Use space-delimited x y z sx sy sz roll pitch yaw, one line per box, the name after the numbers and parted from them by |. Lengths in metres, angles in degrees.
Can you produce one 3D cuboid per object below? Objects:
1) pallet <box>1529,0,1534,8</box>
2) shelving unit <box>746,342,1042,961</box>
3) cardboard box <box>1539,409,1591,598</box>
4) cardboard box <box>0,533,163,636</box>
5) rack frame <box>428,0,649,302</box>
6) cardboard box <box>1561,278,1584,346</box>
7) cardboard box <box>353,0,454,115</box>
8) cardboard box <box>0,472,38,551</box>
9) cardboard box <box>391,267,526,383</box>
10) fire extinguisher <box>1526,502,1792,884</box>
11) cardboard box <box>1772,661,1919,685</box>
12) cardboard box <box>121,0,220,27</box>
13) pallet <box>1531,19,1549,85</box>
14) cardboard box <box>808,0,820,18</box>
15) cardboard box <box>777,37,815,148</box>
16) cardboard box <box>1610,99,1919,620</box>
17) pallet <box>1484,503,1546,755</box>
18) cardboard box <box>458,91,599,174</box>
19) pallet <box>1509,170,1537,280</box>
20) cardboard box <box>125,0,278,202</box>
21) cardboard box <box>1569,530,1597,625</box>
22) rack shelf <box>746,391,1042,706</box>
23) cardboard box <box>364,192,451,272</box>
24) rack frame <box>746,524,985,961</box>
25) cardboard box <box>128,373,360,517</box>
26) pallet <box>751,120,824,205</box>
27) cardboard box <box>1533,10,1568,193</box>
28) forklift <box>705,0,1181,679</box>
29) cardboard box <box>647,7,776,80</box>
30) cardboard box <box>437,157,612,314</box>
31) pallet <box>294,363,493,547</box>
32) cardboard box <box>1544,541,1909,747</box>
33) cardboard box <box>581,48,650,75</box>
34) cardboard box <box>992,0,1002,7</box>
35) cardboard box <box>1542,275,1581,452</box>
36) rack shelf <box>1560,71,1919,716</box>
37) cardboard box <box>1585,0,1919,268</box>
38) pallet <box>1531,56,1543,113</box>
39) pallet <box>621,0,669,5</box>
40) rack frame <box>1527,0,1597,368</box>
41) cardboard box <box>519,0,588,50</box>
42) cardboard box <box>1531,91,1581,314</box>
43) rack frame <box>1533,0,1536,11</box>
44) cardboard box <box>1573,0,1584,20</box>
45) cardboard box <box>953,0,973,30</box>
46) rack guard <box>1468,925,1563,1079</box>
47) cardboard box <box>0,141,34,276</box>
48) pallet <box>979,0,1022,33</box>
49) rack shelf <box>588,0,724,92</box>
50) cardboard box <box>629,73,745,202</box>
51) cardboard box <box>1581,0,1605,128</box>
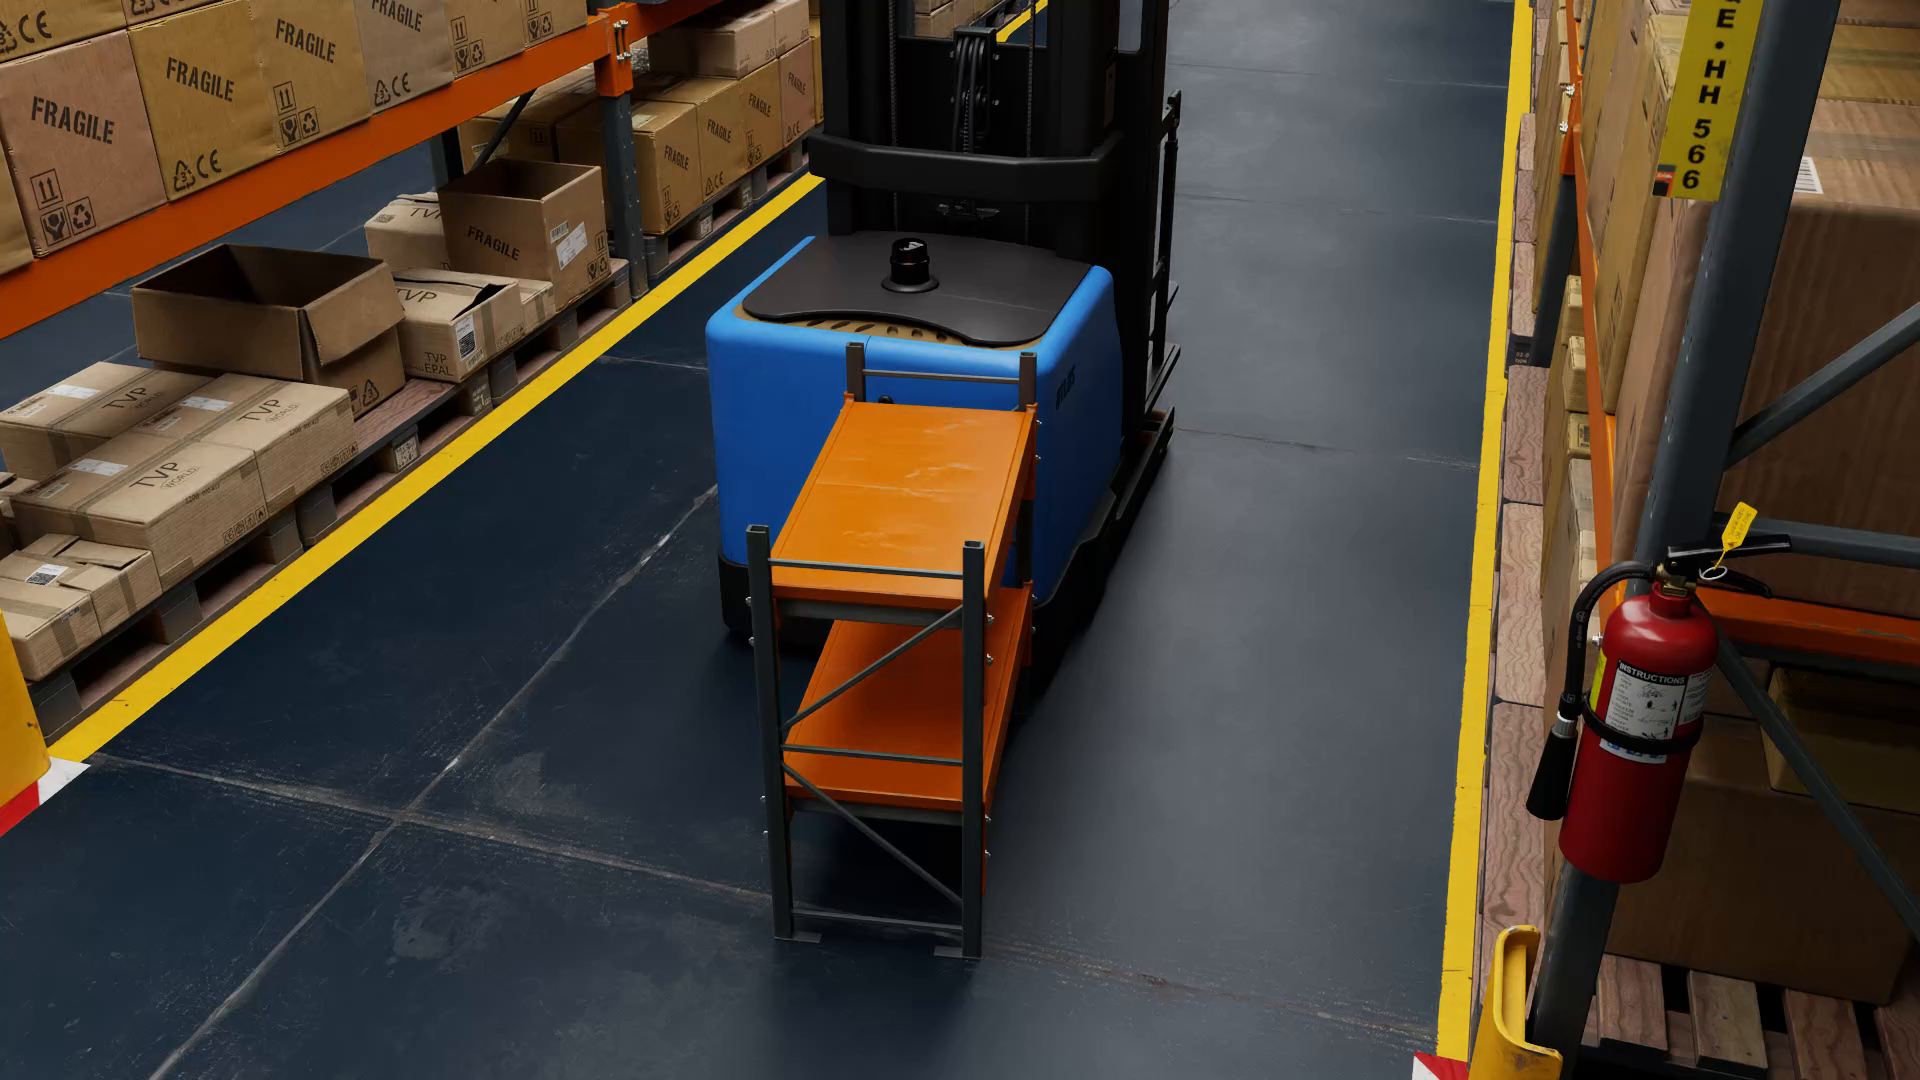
5.284 -4.633 13.861 1.003 0.211 1.213 8 30 15 | pallet
-0.124 0.239 4.163 0.538 1.125 1.048 4 29 7 | shelving unit
2.152 -0.104 4.990 0.700 0.500 0.500 9 30 16 | cardboard box
-2.613 0.121 4.908 0.380 0.166 0.250 8 30 15 | cardboard box
-1.964 -2.522 7.198 1.000 3.000 0.127 8 30 15 | rack frame
2.180 -0.725 5.440 0.380 0.149 0.250 10 30 17 | cardboard box
-2.164 -1.818 5.829 0.500 0.500 0.500 9 30 16 | cardboard box
-3.009 -0.080 5.270 0.380 0.166 0.250 8 30 15 | cardboard box
-2.080 -0.885 6.569 0.500 0.311 0.500 8 30 15 | cardboard box
1.113 0.243 2.690 0.296 0.674 0.183 8 30 15 | fire extinguisher
2.011 0.179 3.814 0.380 0.149 0.250 9 30 15 | cardboard box
-2.458 -1.788 4.747 0.500 0.500 0.500 9 30 16 | cardboard box
4.538 -3.385 11.618 1.003 0.211 1.213 8 30 15 | pallet
-0.852 -3.313 9.968 0.500 0.250 0.500 10 31 17 | cardboard box
-1.140 -2.527 9.326 0.500 0.500 0.500 7 30 13 | cardboard box
1.739 -0.327 2.944 0.980 0.700 0.700 10 31 17 | cardboard box
2.119 0.313 4.970 1.003 0.211 1.213 8 30 15 | pallet
-2.093 -1.892 8.184 0.500 0.500 0.500 8 30 15 | cardboard box
3.284 -1.536 8.294 1.003 0.211 1.213 8 30 15 | pallet
-2.459 -1.349 4.986 0.500 0.500 0.500 8 30 15 | cardboard box
1.646 0.123 3.915 0.380 0.149 0.250 9 30 16 | cardboard box
-0.124 -0.016 4.020 0.538 0.278 1.000 4 29 7 | rack shelf
-2.294 -1.375 7.449 0.500 0.311 0.500 8 30 15 | cardboard box
-0.198 0.484 3.723 0.500 1.125 0.032 4 29 7 | rack frame
-2.414 -0.330 5.634 0.500 0.250 0.500 8 30 15 | cardboard box
-1.405 -2.255 9.587 1.003 0.211 1.213 8 30 15 | pallet
3.342 -2.190 8.381 0.750 0.750 0.750 8 30 15 | cardboard box
0.187 -1.573 5.563 1.130 2.935 3.031 9 30 15 | forklift
-1.295 -2.604 8.693 0.500 0.250 0.500 9 30 15 | cardboard box
-1.860 -1.316 7.150 0.500 0.500 0.500 8 30 15 | cardboard box
-2.523 -0.415 6.280 1.003 0.211 1.213 8 30 15 | pallet
1.855 0.379 4.123 0.700 0.500 0.500 8 30 15 | cardboard box
-1.792 -2.353 9.014 0.500 0.500 0.500 9 30 15 | cardboard box
0.089 -4.278 12.752 0.500 0.250 0.500 9 30 16 | cardboard box
2.455 -0.575 5.837 0.700 0.500 0.500 9 30 16 | cardboard box
2.186 -0.573 4.434 1.077 0.370 4.000 8 30 15 | rack shelf
2.174 -1.020 4.189 0.980 0.700 0.700 7 30 12 | cardboard box
4.178 -2.820 10.602 1.003 0.211 1.213 8 30 15 | pallet
-1.625 -2.794 7.884 1.003 0.211 1.213 8 30 15 | pallet
2.773 -1.817 5.930 1.000 3.000 0.127 8 30 15 | rack frame
-1.865 -2.297 6.690 0.500 0.500 0.500 9 30 16 | cardboard box
2.839 -1.381 6.927 0.750 0.750 0.750 9 30 15 | cardboard box
5.121 -5.534 12.613 1.000 3.000 0.127 8 30 15 | rack frame
2.793 -2.279 6.999 0.380 0.149 0.250 9 30 15 | cardboard box
-0.208 -3.798 11.888 0.500 0.250 0.500 8 30 13 | cardboard box
1.592 1.146 3.176 1.175 0.500 0.348 8 30 15 | rack guard
-2.756 -0.875 4.135 0.500 0.500 0.500 9 30 16 | cardboard box
-0.151 -4.104 12.911 1.003 0.211 1.213 8 30 15 | pallet
-1.377 -3.137 9.043 1.077 0.370 4.000 8 30 15 | rack shelf
-1.443 -2.061 8.488 0.500 0.500 0.500 9 30 16 | cardboard box
2.598 -1.698 5.408 0.980 0.700 0.700 9 30 16 | cardboard box
